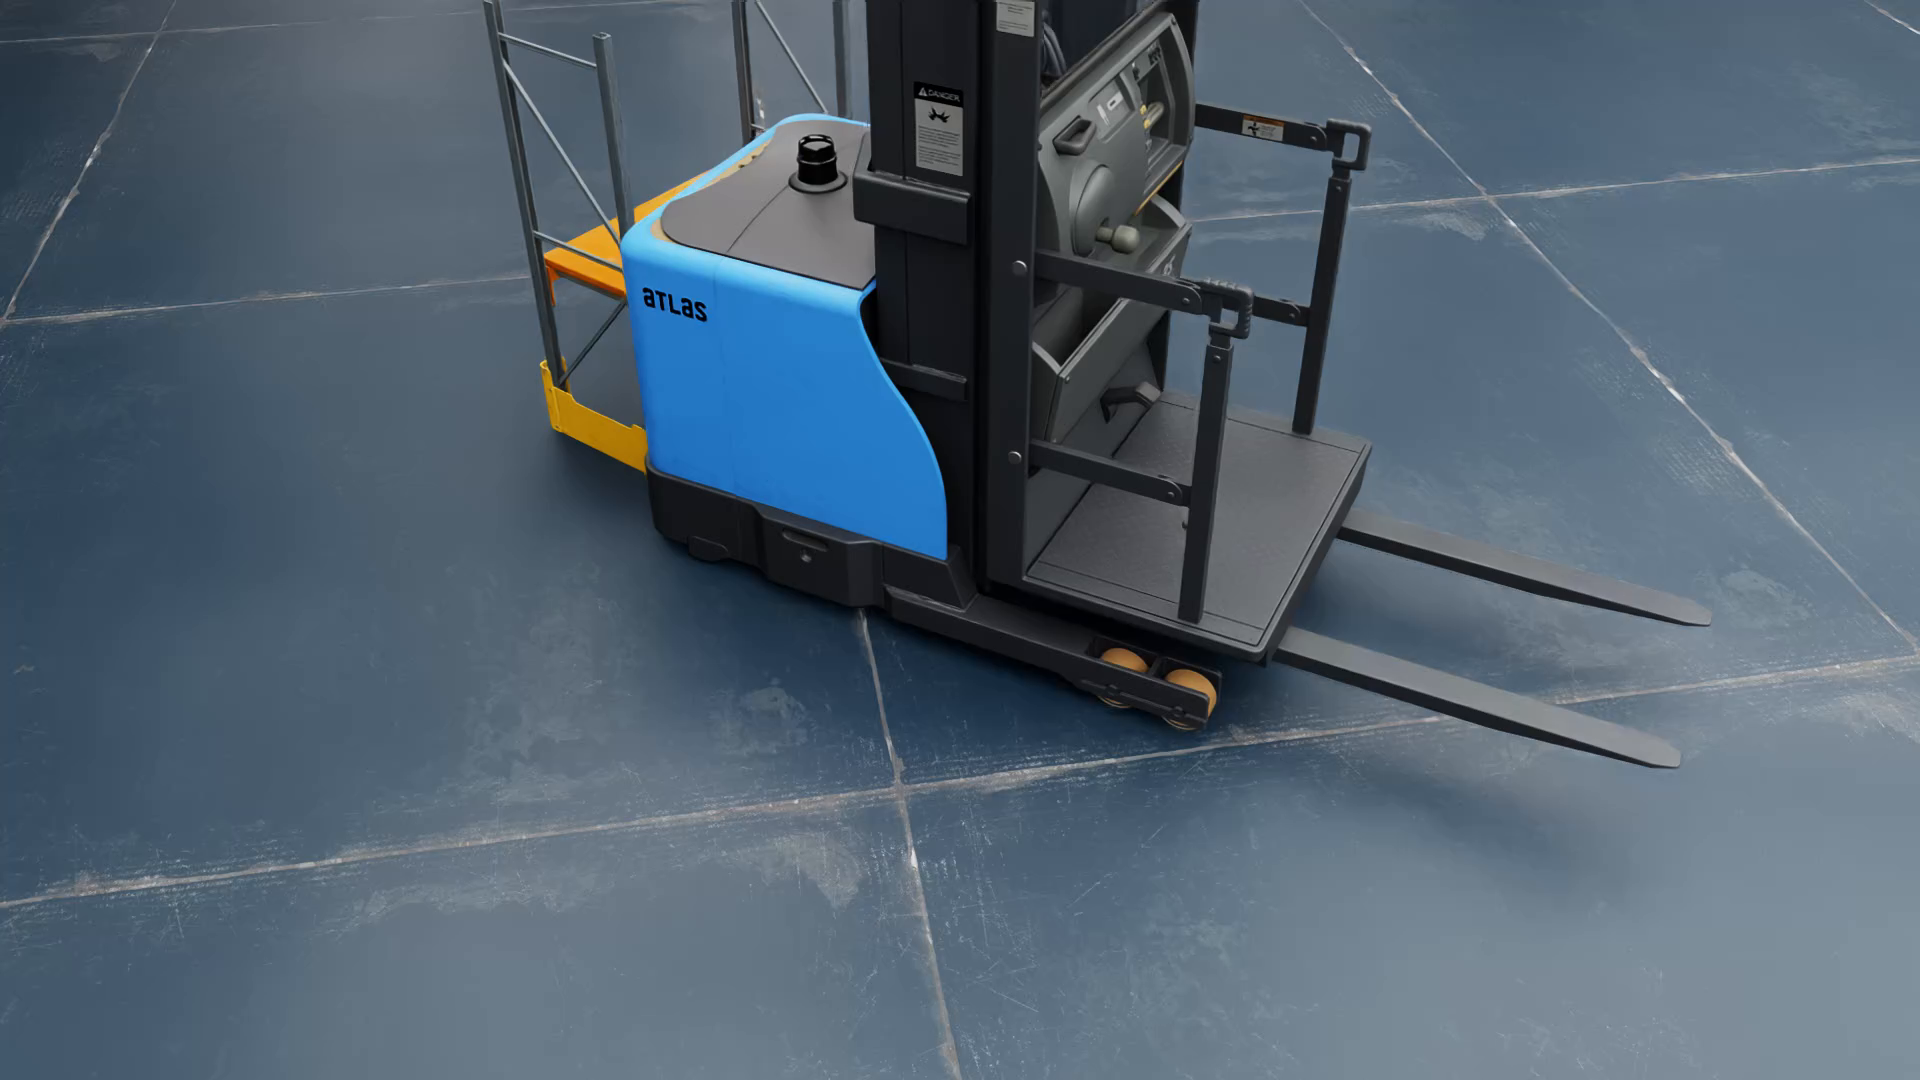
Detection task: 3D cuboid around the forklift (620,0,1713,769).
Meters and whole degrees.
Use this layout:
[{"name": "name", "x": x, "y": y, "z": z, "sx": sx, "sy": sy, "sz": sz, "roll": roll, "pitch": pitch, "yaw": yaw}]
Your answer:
[{"name": "forklift", "x": 0.591, "y": -1.010, "z": 4.161, "sx": 3.031, "sy": 2.935, "sz": 1.130, "roll": 17, "pitch": 41, "yaw": 21}]

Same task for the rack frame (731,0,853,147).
[{"name": "rack frame", "x": -0.569, "y": -1.389, "z": 5.816, "sx": 0.500, "sy": 1.500, "sz": 0.032, "roll": 25, "pitch": 44, "yaw": 28}]

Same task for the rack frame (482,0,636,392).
[{"name": "rack frame", "x": -1.176, "y": -0.889, "z": 5.172, "sx": 0.500, "sy": 1.500, "sz": 0.032, "roll": 25, "pitch": 44, "yaw": 28}]

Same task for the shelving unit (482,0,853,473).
[{"name": "shelving unit", "x": -0.867, "y": -1.144, "z": 5.500, "sx": 0.587, "sy": 1.500, "sz": 1.083, "roll": 25, "pitch": 44, "yaw": 28}]

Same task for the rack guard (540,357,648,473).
[{"name": "rack guard", "x": -1.164, "y": -0.405, "z": 5.567, "sx": 0.587, "sy": 0.250, "sz": 0.087, "roll": 25, "pitch": 44, "yaw": 28}]

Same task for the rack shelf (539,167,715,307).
[{"name": "rack shelf", "x": -0.873, "y": -0.997, "z": 5.604, "sx": 0.538, "sy": 0.185, "sz": 1.000, "roll": 25, "pitch": 44, "yaw": 28}]
